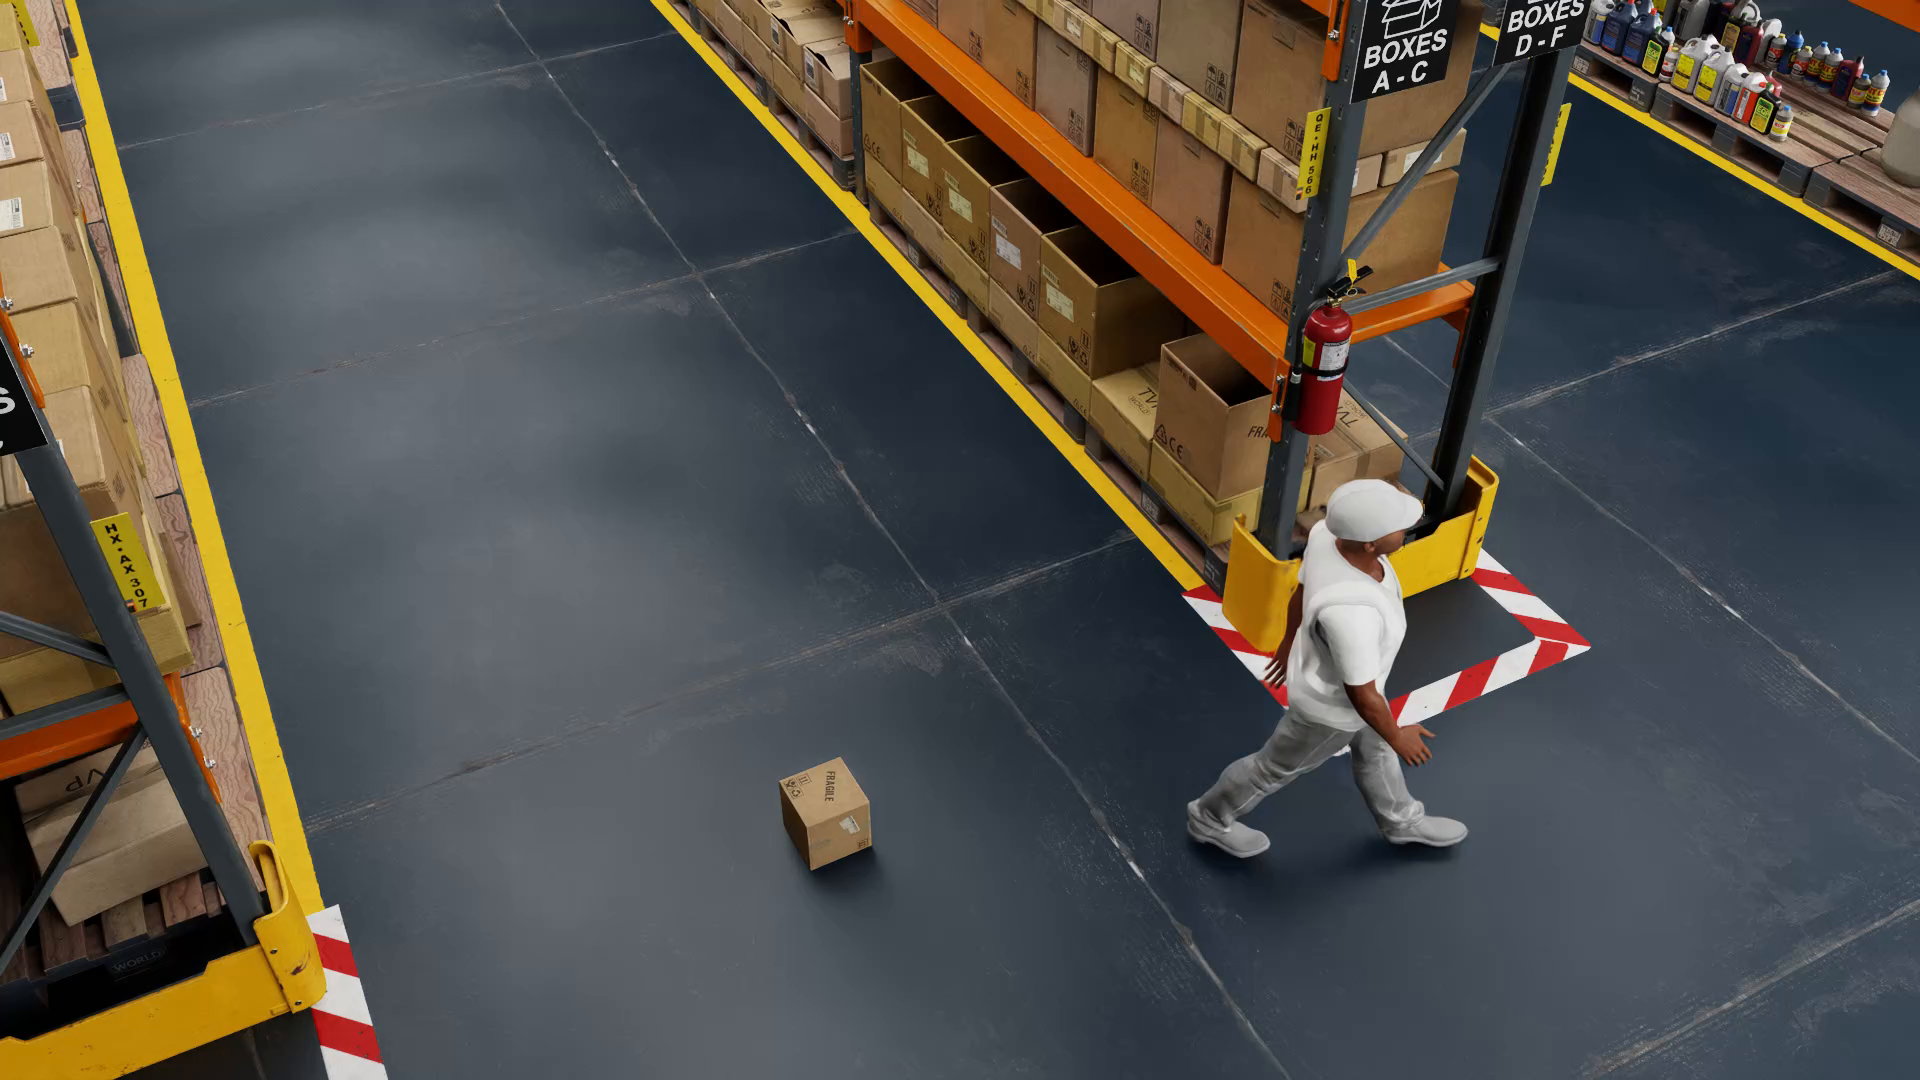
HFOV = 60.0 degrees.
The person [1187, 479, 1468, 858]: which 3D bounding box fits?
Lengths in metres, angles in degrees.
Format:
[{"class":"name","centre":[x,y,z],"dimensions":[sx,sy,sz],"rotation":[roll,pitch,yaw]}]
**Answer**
[{"class":"person","centre":[1.339,0.492,5.559],"dimensions":[1.030,1.708,0.564],"rotation":[7,42,8]}]
